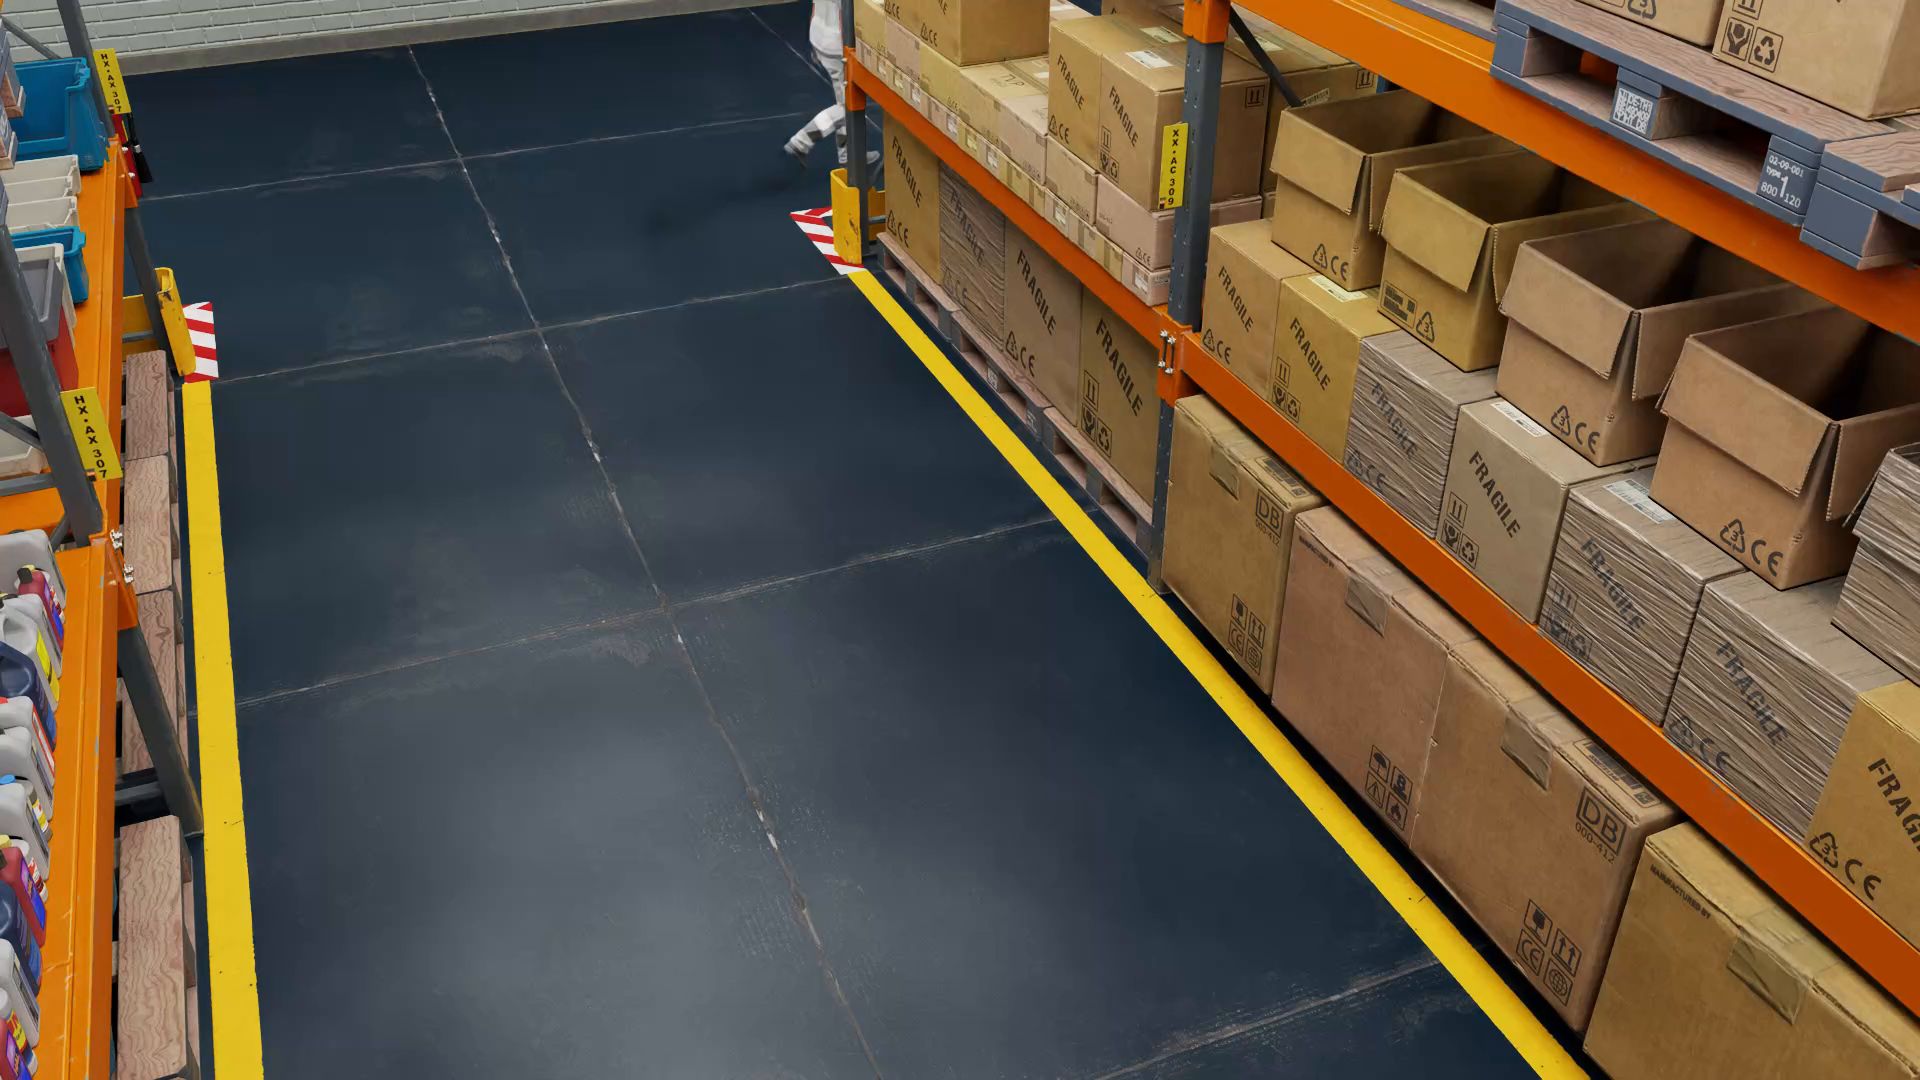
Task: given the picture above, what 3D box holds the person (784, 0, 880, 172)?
[{"bbox_3d":[-0.879,-3.284,11.131,0.767,1.777,0.601,-15,36,-22],"label":"person"}]
